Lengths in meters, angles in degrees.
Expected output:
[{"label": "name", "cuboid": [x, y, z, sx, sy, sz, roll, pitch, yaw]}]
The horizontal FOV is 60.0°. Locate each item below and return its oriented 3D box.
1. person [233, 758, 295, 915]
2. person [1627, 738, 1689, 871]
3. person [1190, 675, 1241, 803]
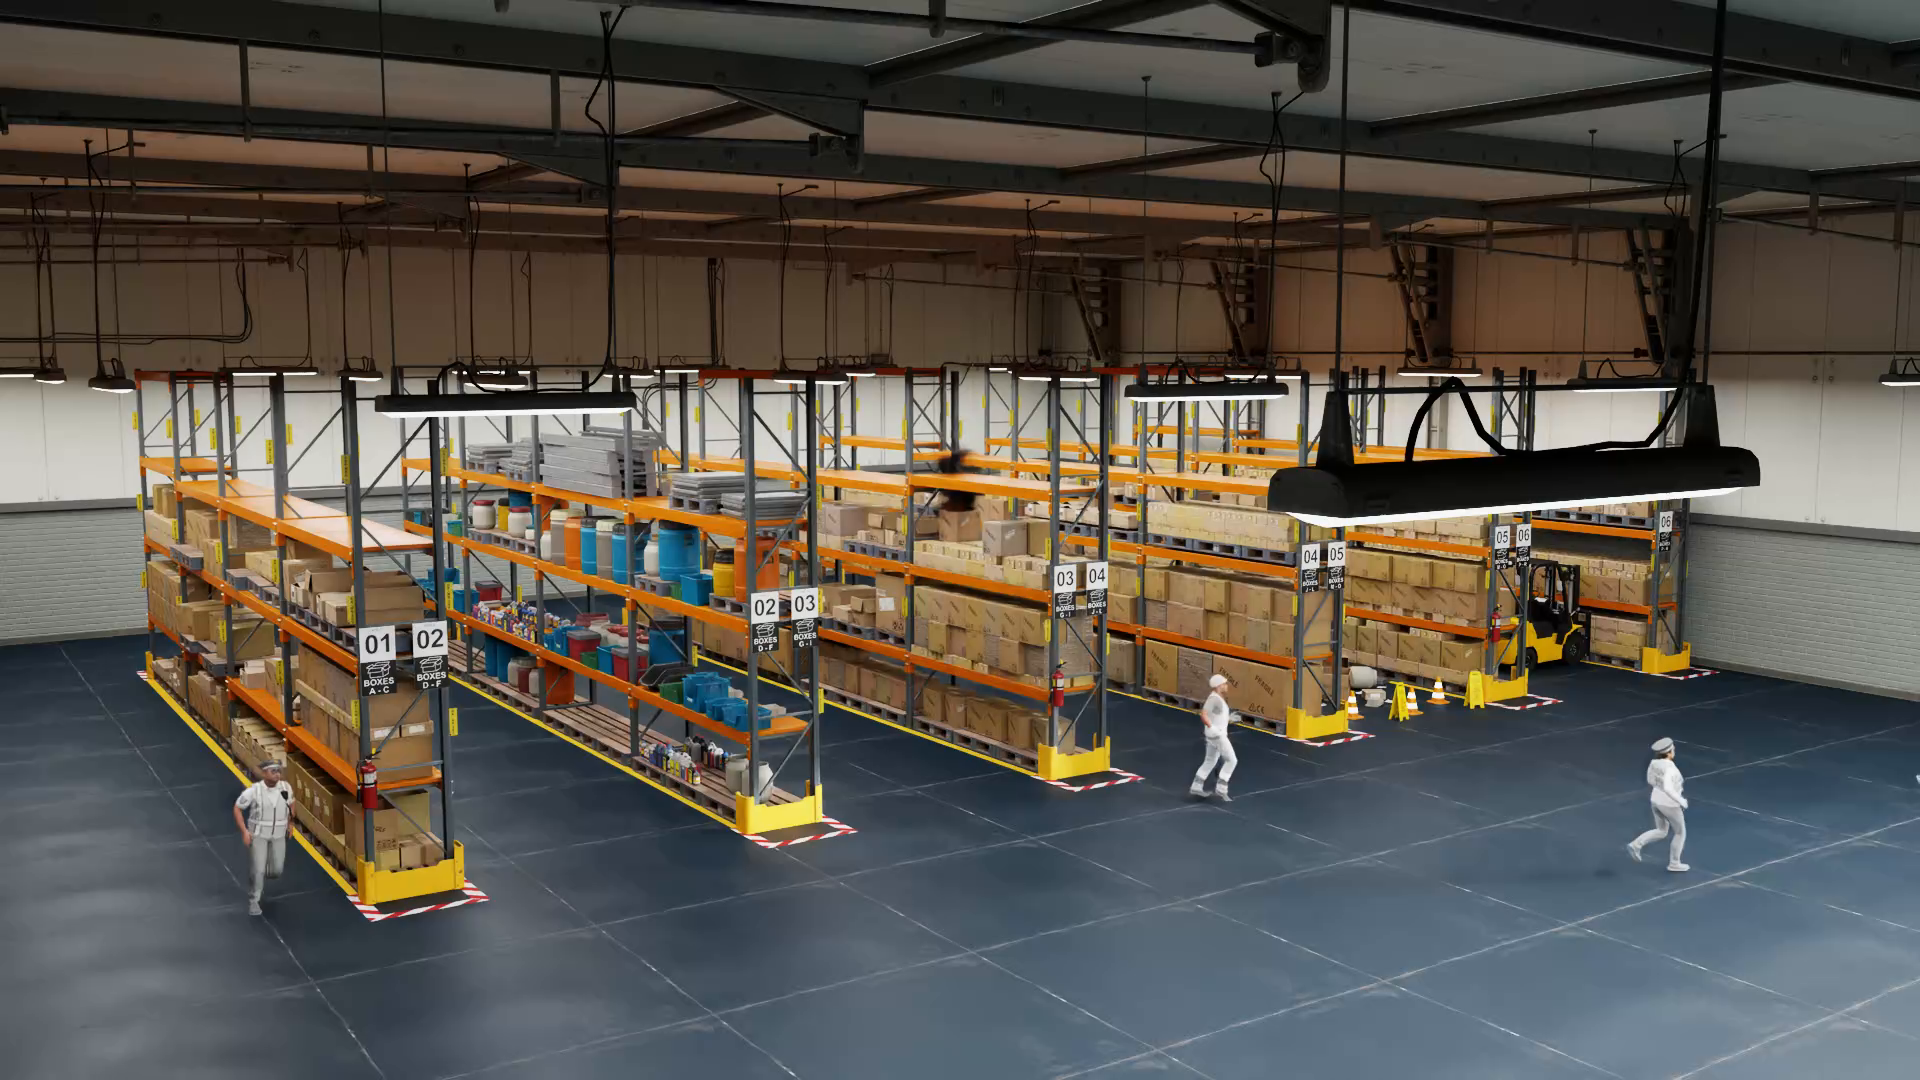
[{"label": "person", "cuboid": [-7.938, 3.350, 19.041, 0.704, 1.731, 0.557, -6, 9, -41]}, {"label": "person", "cuboid": [8.563, 3.223, 20.249, 0.767, 1.660, 0.625, -1, 7, -9]}, {"label": "person", "cuboid": [3.617, 2.806, 23.494, 0.707, 1.830, 0.643, 0, 6, 3]}]
